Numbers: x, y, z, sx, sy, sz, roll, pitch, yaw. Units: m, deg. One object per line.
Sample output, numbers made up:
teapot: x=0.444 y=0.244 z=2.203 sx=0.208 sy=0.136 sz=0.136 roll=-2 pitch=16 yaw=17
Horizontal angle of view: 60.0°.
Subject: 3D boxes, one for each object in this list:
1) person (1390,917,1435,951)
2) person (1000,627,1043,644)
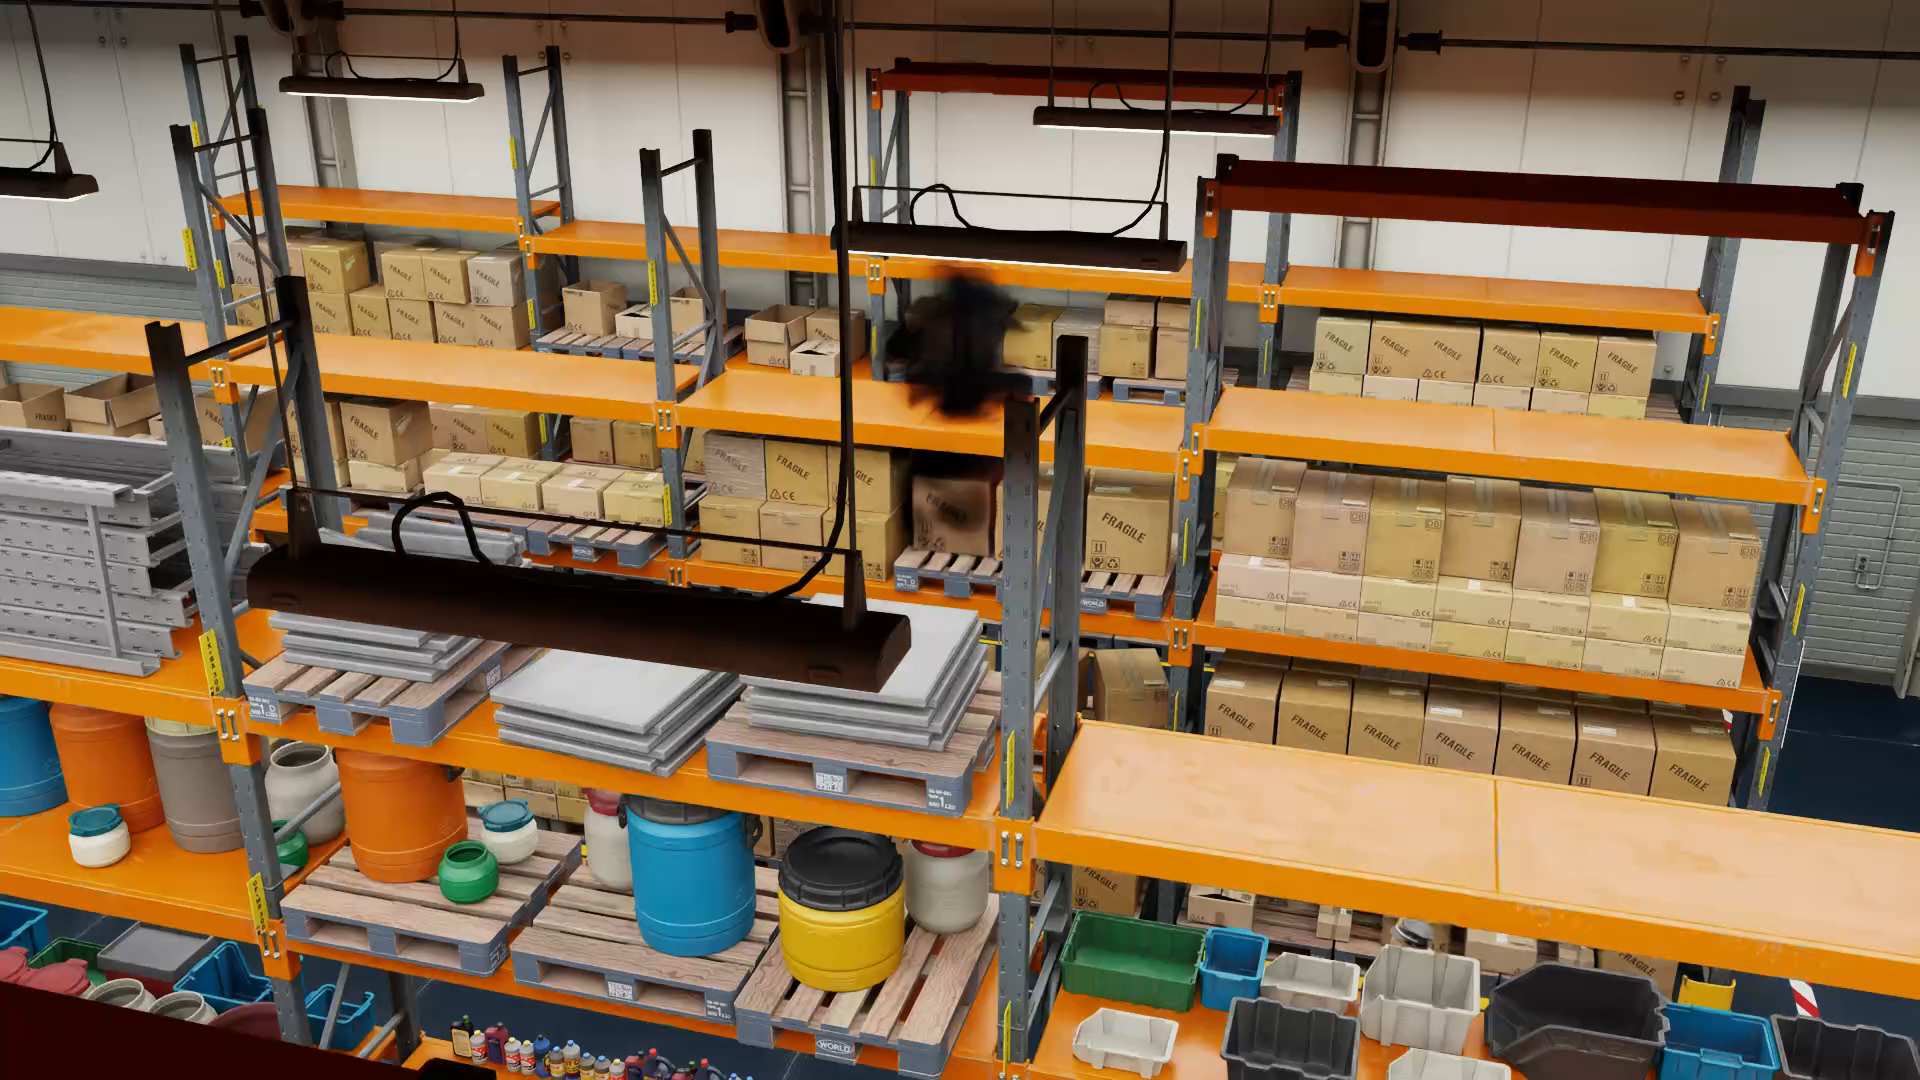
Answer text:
person: x=2.911 y=3.176 z=10.976 sx=0.656 sy=1.673 sz=0.640 roll=1 pitch=23 yaw=1
person: x=0.593 y=0.730 z=16.028 sx=0.715 sy=1.869 sz=0.655 roll=2 pitch=23 yaw=4
